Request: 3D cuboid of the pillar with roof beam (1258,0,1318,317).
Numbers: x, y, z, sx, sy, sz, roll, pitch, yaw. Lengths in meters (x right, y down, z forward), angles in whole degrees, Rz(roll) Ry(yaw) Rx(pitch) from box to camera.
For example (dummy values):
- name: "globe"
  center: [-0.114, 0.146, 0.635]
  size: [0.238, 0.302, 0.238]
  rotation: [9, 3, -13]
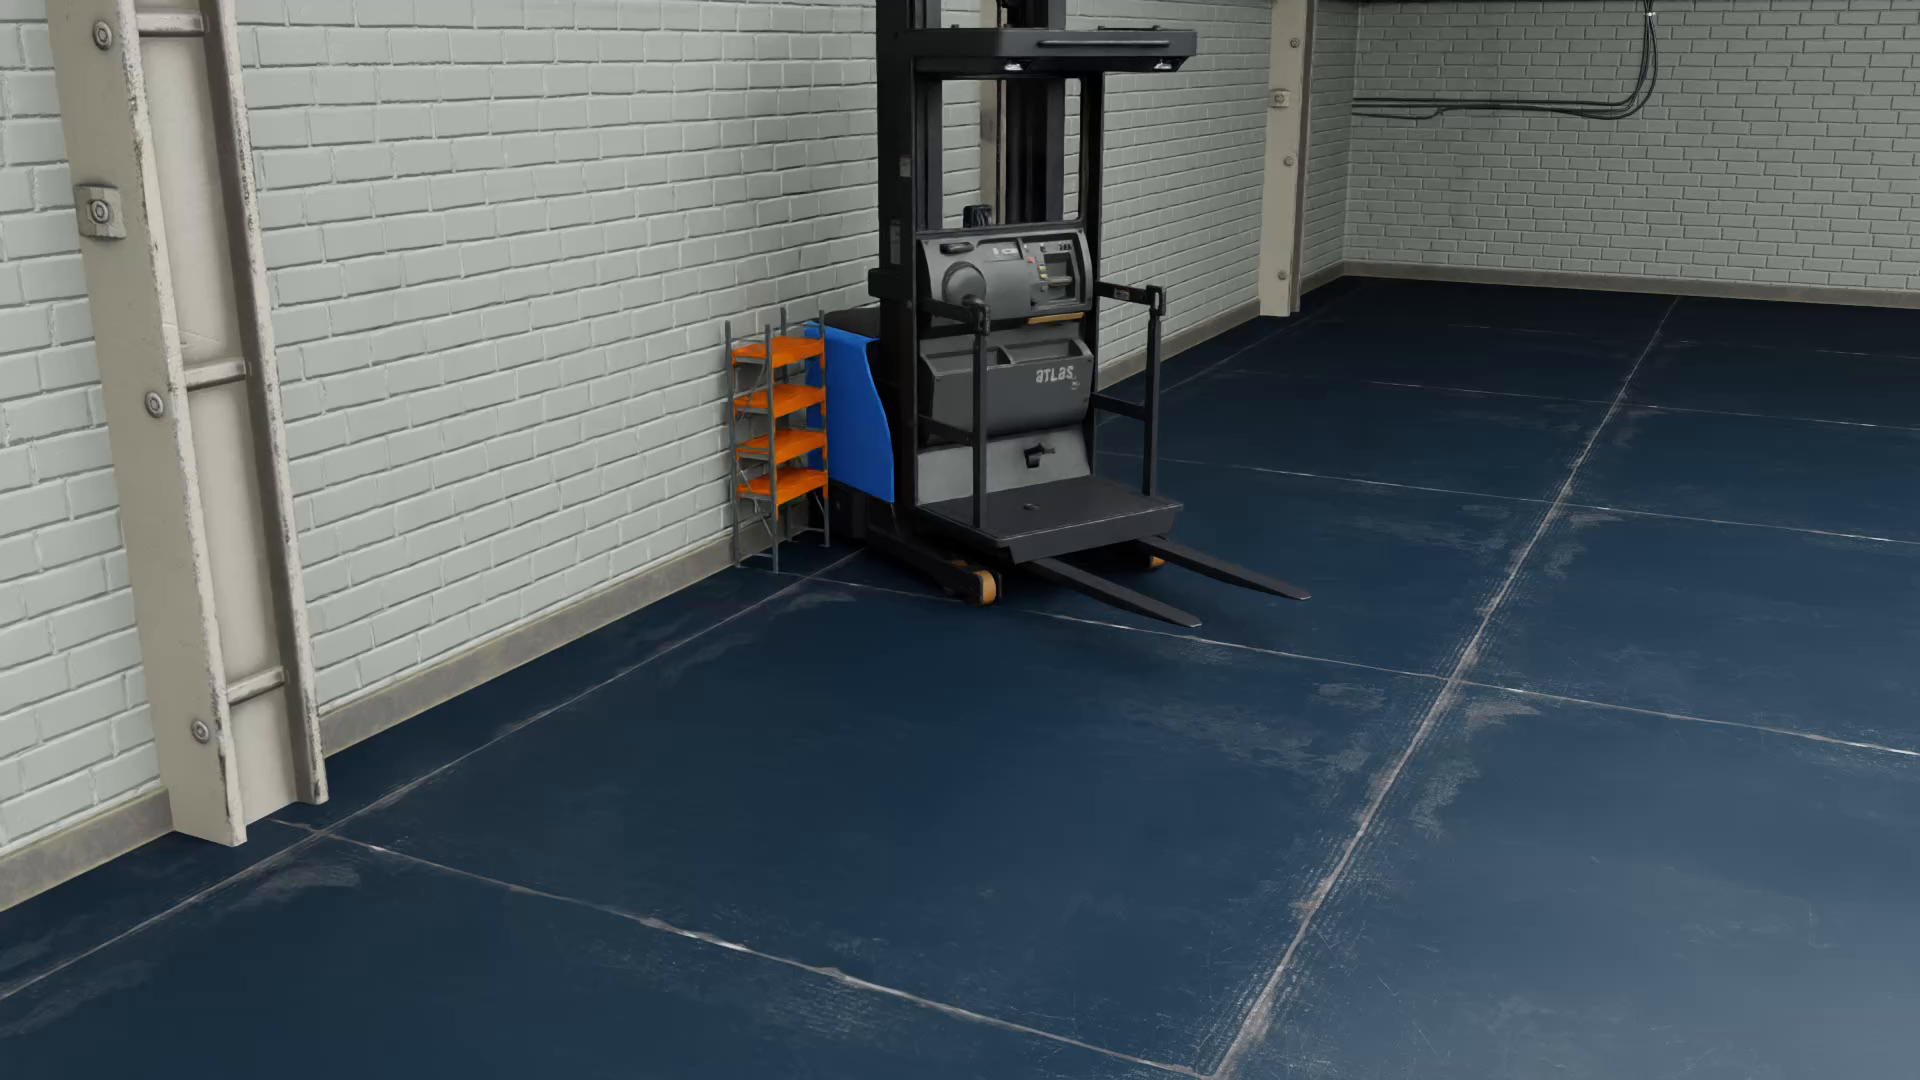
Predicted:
- name: "pillar with roof beam"
  center: [6.869, -5.922, 12.656]
  size: [9.100, 9.000, 0.400]
  rotation: [8, 18, 25]

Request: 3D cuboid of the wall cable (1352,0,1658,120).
- name: "wall cable"
  center: [5.517, -5.563, 16.902]
  size: [3.097, 2.526, 0.112]
  rotation: [8, 18, 25]

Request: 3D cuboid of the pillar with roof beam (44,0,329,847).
- name: "pillar with roof beam"
  center: [1.507, -2.865, 2.365]
  size: [9.100, 9.000, 0.400]
  rotation: [8, 18, 25]

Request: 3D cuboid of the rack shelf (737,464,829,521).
- name: "rack shelf"
  center: [-0.876, -0.237, 8.147]
  size: [0.258, 0.148, 0.480]
  rotation: [8, 18, 25]

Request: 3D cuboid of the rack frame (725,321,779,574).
- name: "rack frame"
  center: [-0.982, -0.429, 7.861]
  size: [0.240, 1.200, 0.015]
  rotation: [8, 18, 25]

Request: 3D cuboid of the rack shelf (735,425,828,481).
- name: "rack shelf"
  center: [-0.876, -0.427, 8.091]
  size: [0.258, 0.148, 0.480]
  rotation: [8, 18, 25]

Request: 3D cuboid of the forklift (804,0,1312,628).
- name: "forklift"
  center: [0.348, -1.258, 7.612]
  size: [1.130, 2.935, 3.031]
  rotation: [-11, 20, -32]

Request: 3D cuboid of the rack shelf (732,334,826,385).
- name: "rack shelf"
  center: [-0.876, -0.868, 7.960]
  size: [0.258, 0.148, 0.480]
  rotation: [8, 18, 25]

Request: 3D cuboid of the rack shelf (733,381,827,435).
- name: "rack shelf"
  center: [-0.876, -0.641, 8.027]
  size: [0.258, 0.148, 0.480]
  rotation: [8, 18, 25]

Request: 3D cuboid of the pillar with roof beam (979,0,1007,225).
- name: "pillar with roof beam"
  center: [4.188, -4.393, 7.511]
  size: [9.100, 9.000, 0.400]
  rotation: [8, 18, 25]

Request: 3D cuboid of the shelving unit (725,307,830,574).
- name: "shelving unit"
  center: [-0.876, -0.491, 8.072]
  size: [0.258, 1.200, 0.503]
  rotation: [8, 18, 25]

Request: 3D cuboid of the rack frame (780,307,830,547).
- name: "rack frame"
  center: [-0.770, -0.554, 8.282]
  size: [0.240, 1.200, 0.015]
  rotation: [8, 18, 25]
